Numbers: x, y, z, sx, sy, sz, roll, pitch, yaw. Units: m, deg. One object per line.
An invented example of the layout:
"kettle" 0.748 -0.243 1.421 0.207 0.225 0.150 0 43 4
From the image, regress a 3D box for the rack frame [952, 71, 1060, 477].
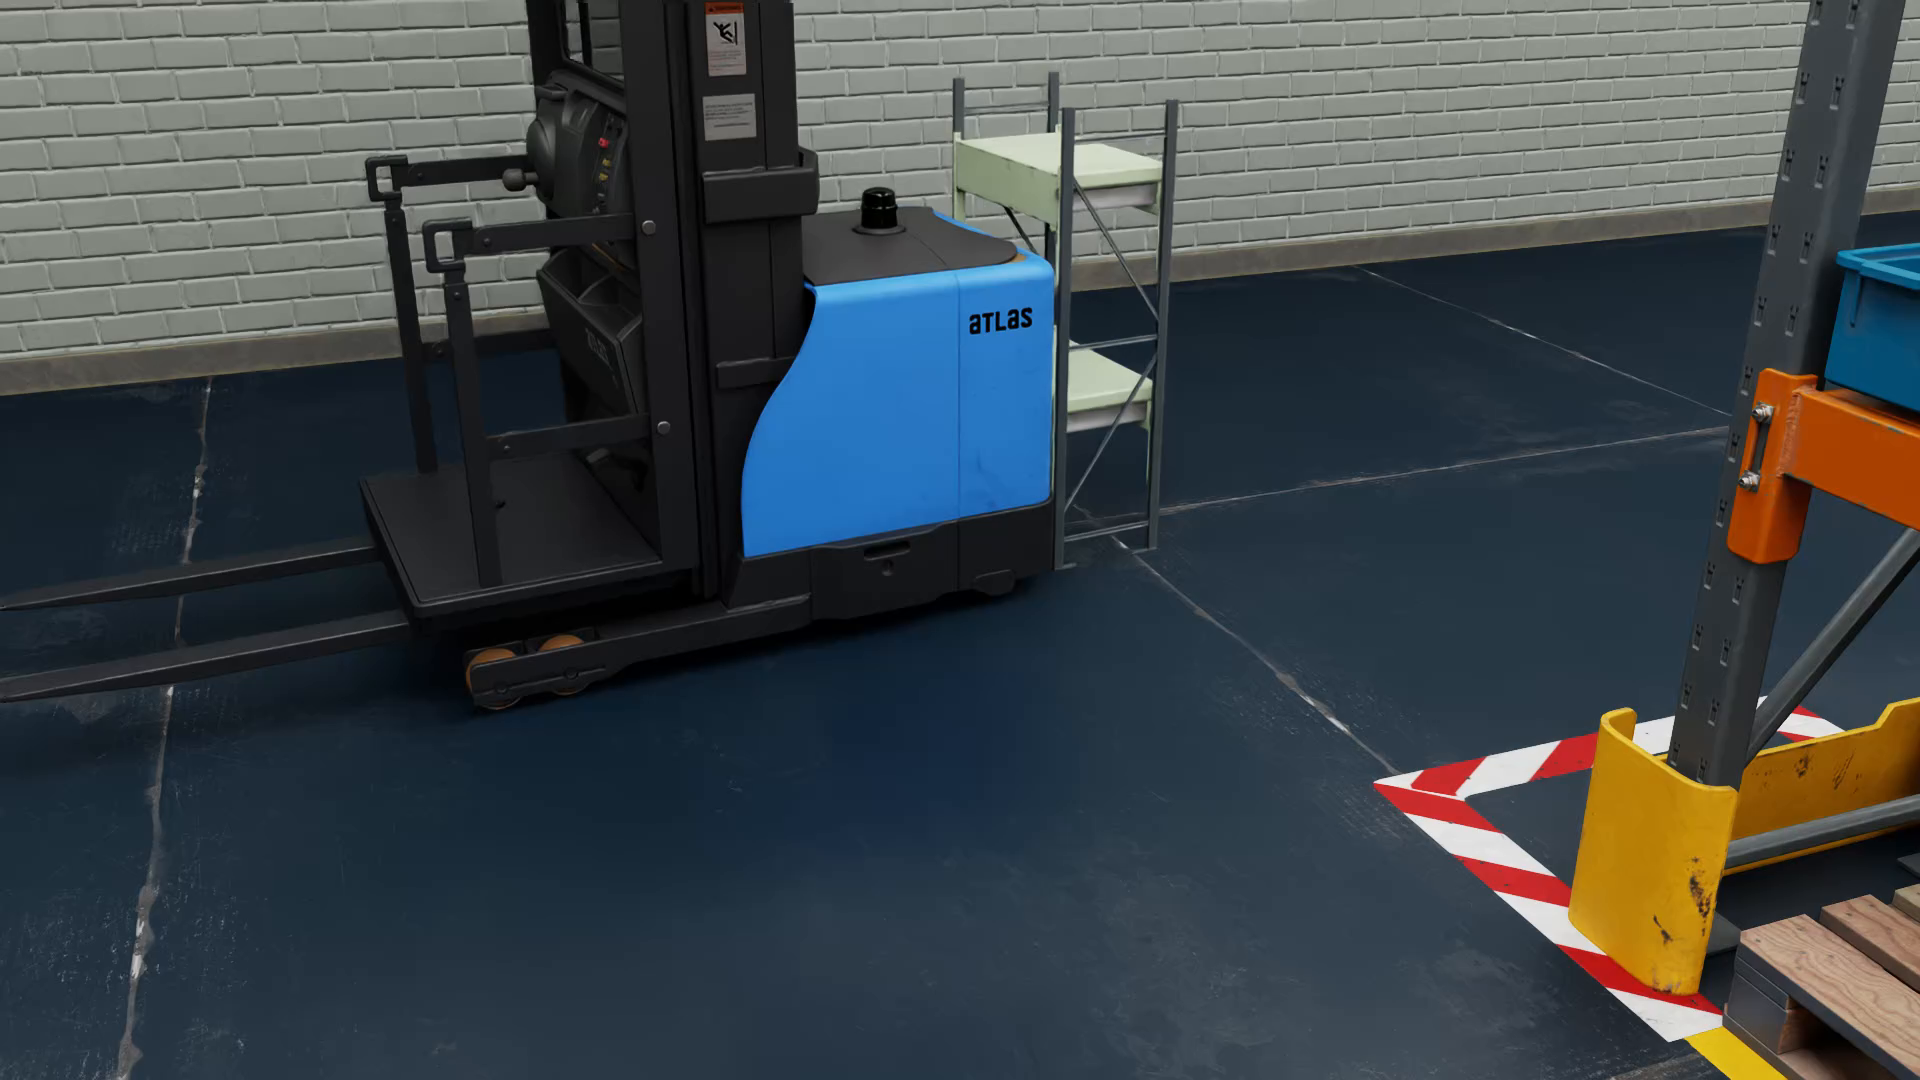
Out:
"rack frame" 0.158 -0.878 5.903 0.400 1.500 0.023 -11 25 -24

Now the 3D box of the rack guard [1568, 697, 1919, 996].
"rack guard" 1.954 0.590 3.706 1.175 0.500 0.348 -8 24 -19

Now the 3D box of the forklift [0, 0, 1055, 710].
"forklift" -1.256 -1.113 4.616 3.031 2.935 1.130 -11 25 -24

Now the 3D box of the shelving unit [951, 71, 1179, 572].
"shelving unit" 0.322 -0.751 5.601 0.431 1.500 0.755 -11 25 -24

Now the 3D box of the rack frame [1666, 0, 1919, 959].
"rack frame" 1.974 -0.555 3.204 1.000 3.000 0.127 -8 24 -19

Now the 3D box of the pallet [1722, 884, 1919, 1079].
"pallet" 2.230 1.035 3.022 1.003 0.211 1.213 -8 24 -19

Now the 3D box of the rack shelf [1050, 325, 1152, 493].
"rack shelf" 0.322 -0.451 5.728 0.431 0.370 0.720 -11 25 -24

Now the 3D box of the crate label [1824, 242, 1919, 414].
"crate label" 1.754 -0.370 2.905 0.416 0.233 0.303 -8 24 -19

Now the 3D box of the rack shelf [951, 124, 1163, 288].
"rack shelf" 0.322 -1.111 5.450 0.431 0.370 0.720 -11 25 -24

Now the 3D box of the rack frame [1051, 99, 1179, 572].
"rack frame" 0.486 -0.624 5.300 0.400 1.500 0.023 -11 25 -24

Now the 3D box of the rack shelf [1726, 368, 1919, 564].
"rack shelf" 2.681 0.504 1.619 1.077 0.370 4.000 -8 24 -19
